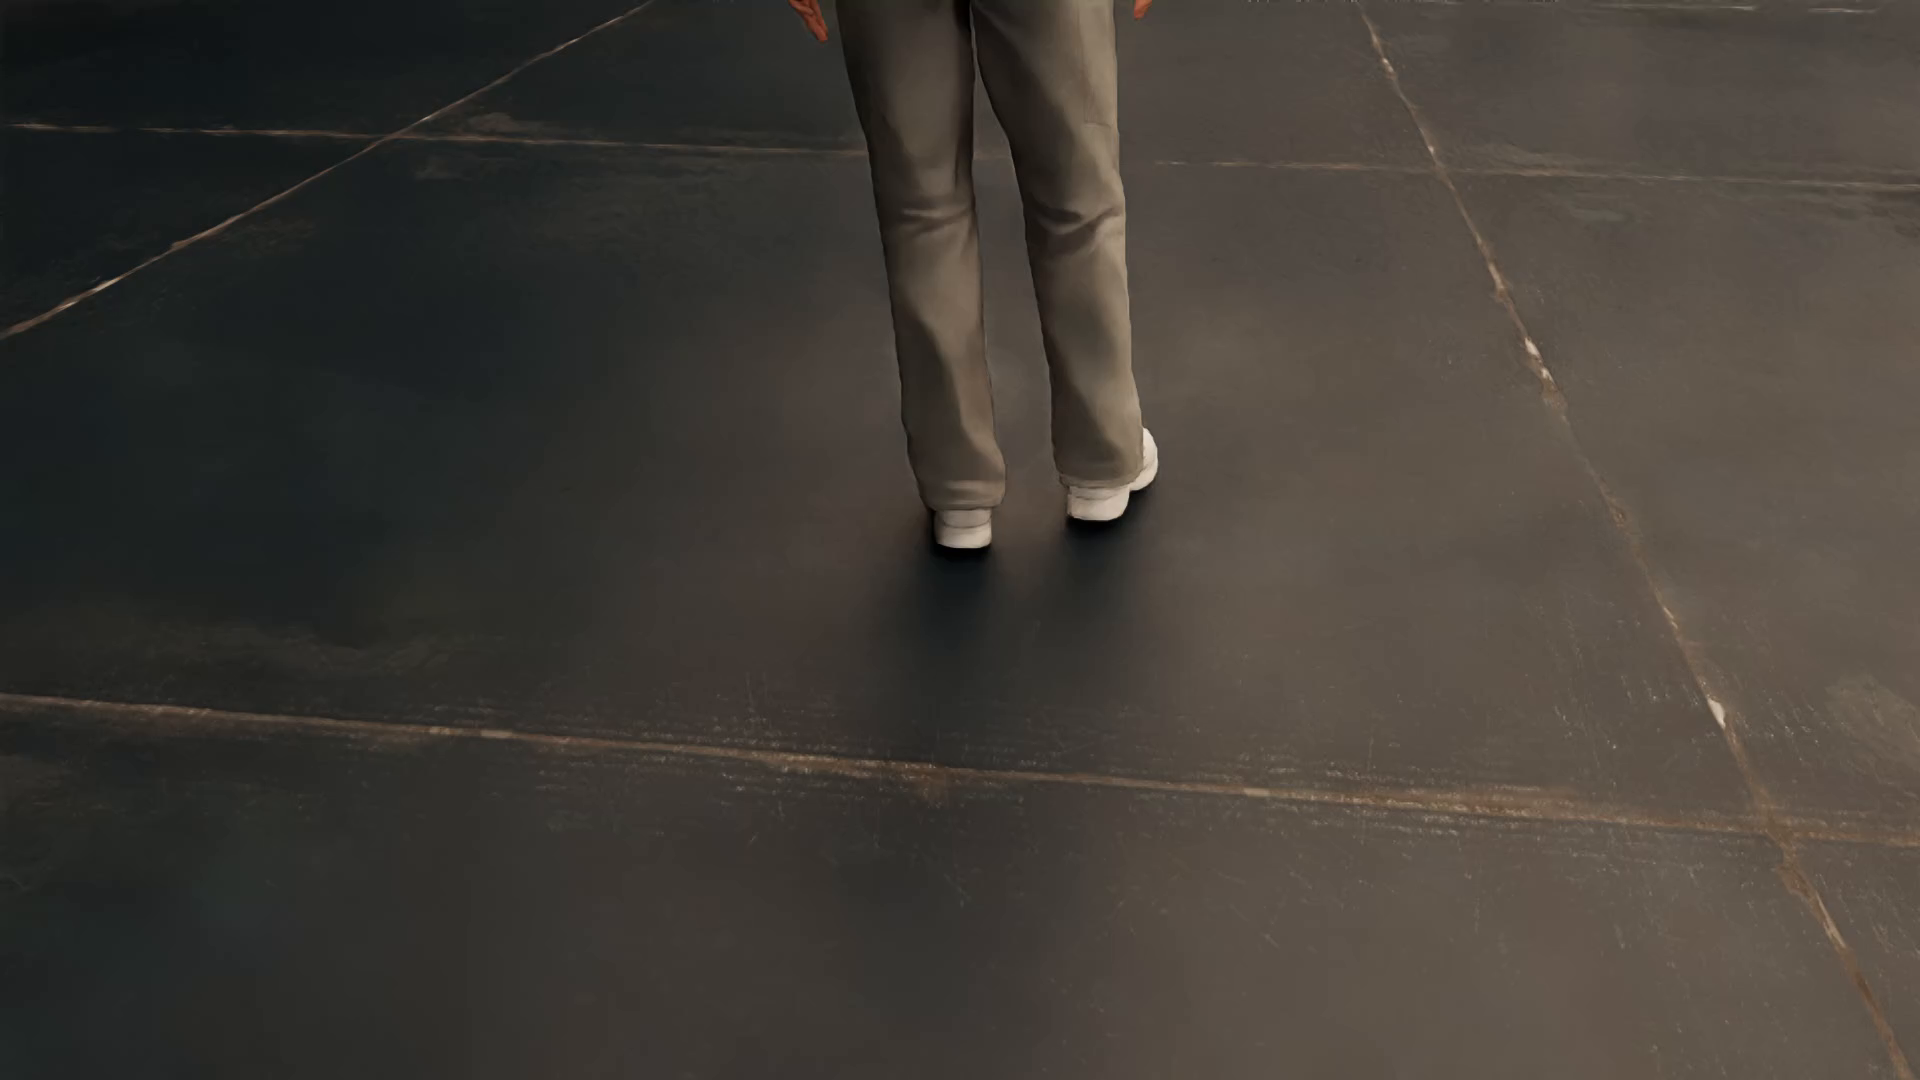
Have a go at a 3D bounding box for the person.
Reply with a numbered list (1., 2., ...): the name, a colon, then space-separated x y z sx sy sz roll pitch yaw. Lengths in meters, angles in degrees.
1. person: 0.023 -0.788 2.187 0.550 1.674 0.548 3 27 7
